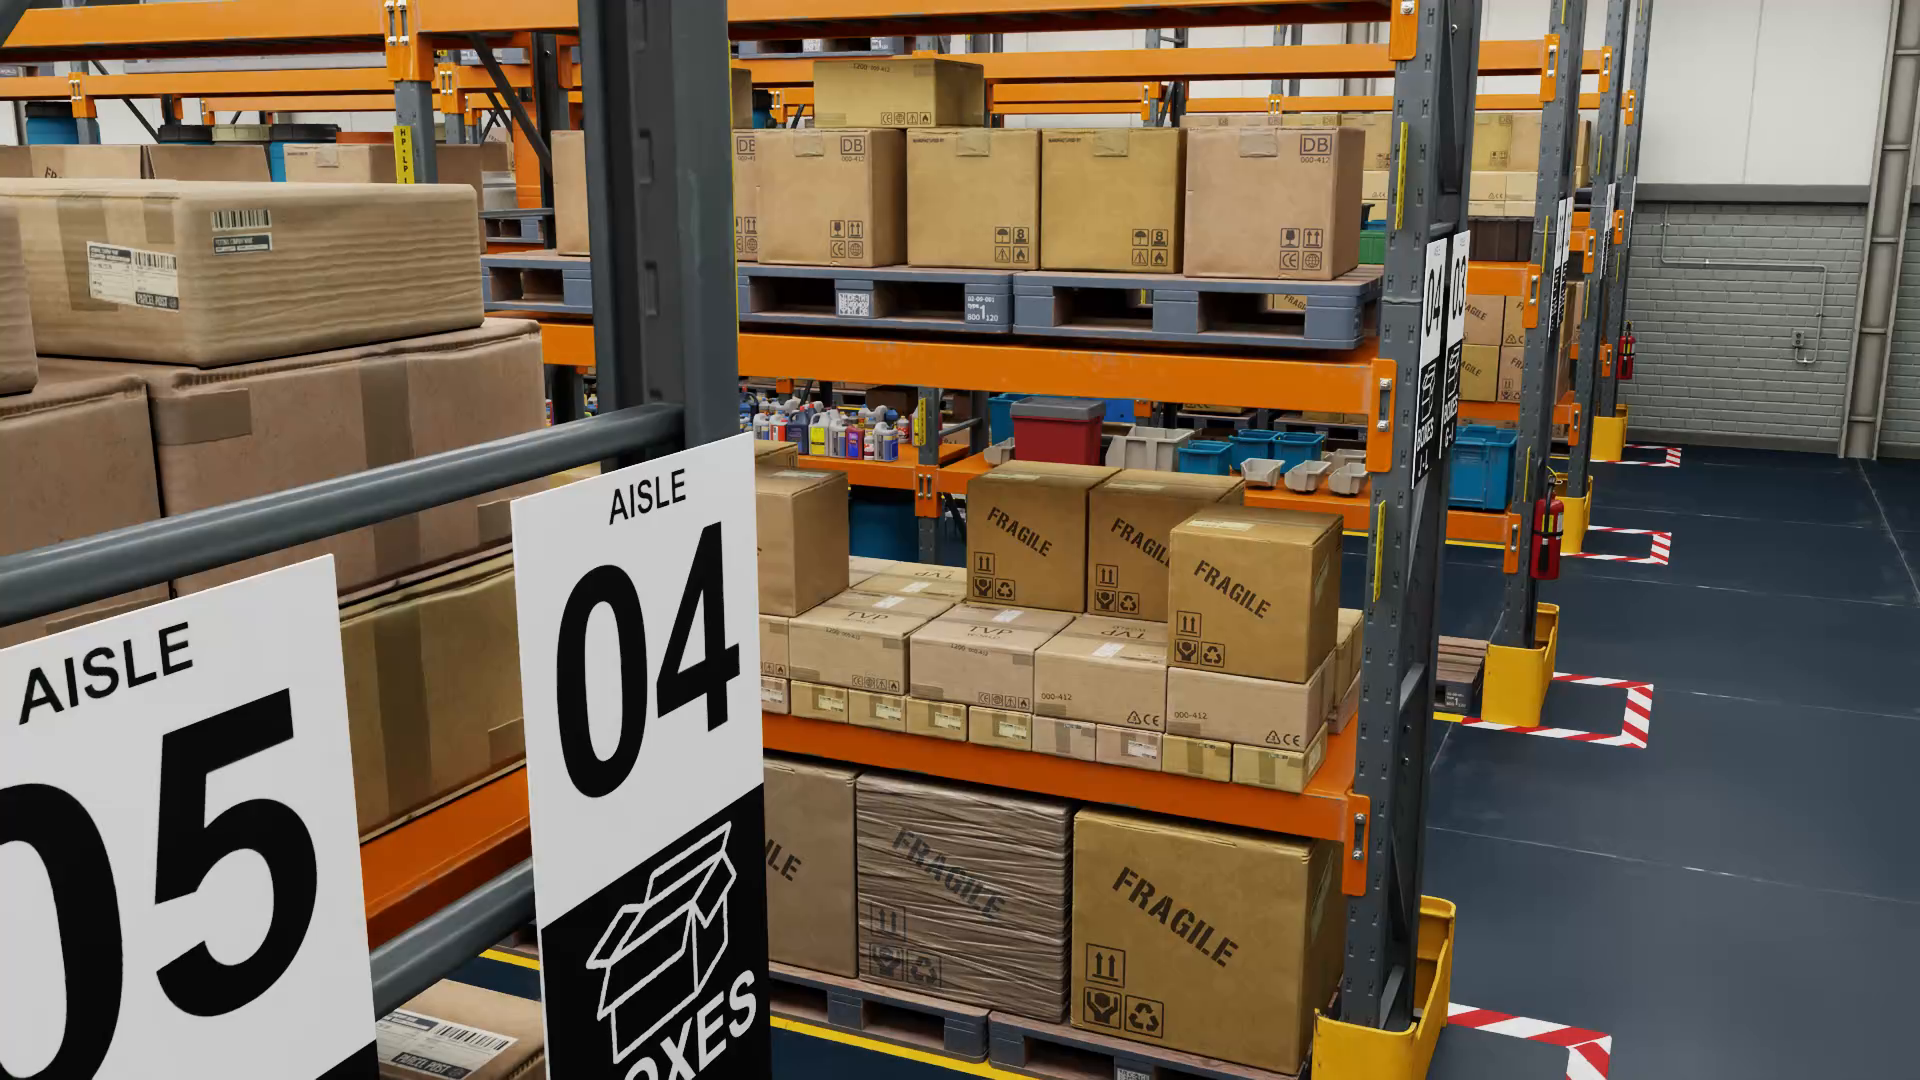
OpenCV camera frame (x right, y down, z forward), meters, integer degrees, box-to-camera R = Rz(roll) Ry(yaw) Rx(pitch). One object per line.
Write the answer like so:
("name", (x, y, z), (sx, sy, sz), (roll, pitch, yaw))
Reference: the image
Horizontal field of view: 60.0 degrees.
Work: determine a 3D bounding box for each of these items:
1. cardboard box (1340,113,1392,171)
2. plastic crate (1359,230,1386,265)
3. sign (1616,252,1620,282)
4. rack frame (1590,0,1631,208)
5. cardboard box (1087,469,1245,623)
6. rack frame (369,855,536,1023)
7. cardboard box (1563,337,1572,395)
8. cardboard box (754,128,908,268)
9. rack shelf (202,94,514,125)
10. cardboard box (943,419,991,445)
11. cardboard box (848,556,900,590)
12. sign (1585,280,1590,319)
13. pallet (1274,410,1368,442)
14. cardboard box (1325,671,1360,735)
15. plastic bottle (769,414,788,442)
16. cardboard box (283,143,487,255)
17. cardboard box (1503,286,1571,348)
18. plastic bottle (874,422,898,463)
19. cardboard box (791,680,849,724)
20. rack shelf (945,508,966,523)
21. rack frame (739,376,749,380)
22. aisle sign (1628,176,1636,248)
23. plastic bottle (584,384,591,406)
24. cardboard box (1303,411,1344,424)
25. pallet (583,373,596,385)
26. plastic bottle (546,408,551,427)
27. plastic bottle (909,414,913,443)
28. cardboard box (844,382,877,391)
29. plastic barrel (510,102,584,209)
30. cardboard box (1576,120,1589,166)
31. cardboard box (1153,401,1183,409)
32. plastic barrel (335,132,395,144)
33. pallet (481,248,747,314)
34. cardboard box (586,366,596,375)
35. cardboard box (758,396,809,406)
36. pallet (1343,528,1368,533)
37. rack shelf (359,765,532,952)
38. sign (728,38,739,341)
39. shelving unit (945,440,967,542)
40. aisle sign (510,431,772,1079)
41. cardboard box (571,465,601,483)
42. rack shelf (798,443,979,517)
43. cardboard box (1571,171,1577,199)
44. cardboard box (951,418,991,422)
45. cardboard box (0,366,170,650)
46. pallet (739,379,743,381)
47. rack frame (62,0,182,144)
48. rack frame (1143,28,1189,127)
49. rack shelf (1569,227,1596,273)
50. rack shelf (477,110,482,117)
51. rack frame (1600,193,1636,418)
("cardboard box", (3.810, -3.658, 15.299), (0.500, 0.500, 0.700), (6, 14, 23))
("plastic crate", (2.602, -1.819, 10.333), (0.336, 0.188, 0.450), (6, 14, 23))
("sign", (7.400, -3.066, 18.698), (0.005, 0.325, 0.100), (6, 14, 23))
("rack frame", (5.629, -4.385, 14.239), (0.127, 3.000, 1.000), (6, 14, 23))
("cardboard box", (0.827, 0.020, 6.632), (0.500, 0.500, 0.500), (5, 14, 22))
("rack frame", (-0.488, 1.631, 1.733), (0.127, 3.000, 1.000), (6, 14, 23))
("cardboard box", (-0.454, -2.215, 17.580), (12.982, 0.649, 0.897), (6, 14, 23))
("cardboard box", (-0.394, -1.339, 6.468), (0.500, 0.500, 0.700), (6, 15, 26))
("rack shelf", (-7.171, -5.135, 19.887), (4.000, 0.370, 1.077), (6, 14, 23))
("cardboard box", (0.032, -0.958, 17.275), (0.500, 0.500, 0.500), (5, 14, 21))
("cardboard box", (-0.593, 0.243, 7.325), (0.500, 0.250, 0.500), (6, 15, 24))
("sign", (5.386, -2.068, 14.270), (0.005, 0.325, 0.100), (6, 14, 23))
("pallet", (4.639, -1.425, 20.861), (1.213, 0.211, 1.003), (6, 14, 23))
("cardboard box", (1.422, 0.625, 6.570), (0.250, 0.149, 0.380), (6, 14, 24))
("plastic bottle", (-1.324, -0.789, 12.319), (0.135, 0.276, 0.152), (6, 14, 23))
("cardboard box", (-2.578, -1.531, 7.503), (0.500, 0.500, 0.700), (6, 15, 25))
("cardboard box", (5.111, -1.984, 14.729), (0.500, 0.500, 0.500), (6, 14, 23))
("plastic bottle", (-0.529, -0.709, 11.976), (0.135, 0.276, 0.152), (6, 14, 23))
("cardboard box", (-0.482, 0.597, 6.688), (0.250, 0.149, 0.380), (5, 14, 22))
("rack shelf", (0.007, -0.230, 15.193), (0.200, 0.077, 0.258), (6, 14, 23))
("rack frame", (-3.339, -3.610, 24.067), (0.127, 3.000, 1.000), (6, 14, 23))
("aisle sign", (7.576, -3.696, 18.743), (0.004, 0.787, 0.394), (6, 14, 23))
("plastic bottle", (-3.152, -1.165, 13.905), (0.133, 0.283, 0.061), (6, 14, 23))
("cardboard box", (4.617, -1.766, 20.764), (0.500, 0.500, 0.700), (6, 14, 24))
("pallet", (-5.087, -2.419, 25.099), (1.213, 0.211, 1.003), (6, 14, 23))
("plastic bottle", (-3.246, -0.941, 13.127), (0.097, 0.201, 0.097), (0, 13, 0))
("plastic bottle", (-0.322, -0.879, 12.684), (0.133, 0.283, 0.061), (6, 14, 23))
("cardboard box", (-1.251, -2.405, 23.440), (0.500, 0.500, 0.700), (6, 14, 23))
("plastic barrel", (-3.177, -2.991, 13.005), (0.708, 0.830, 0.600), (6, 14, 23))
("cardboard box", (6.852, -4.516, 18.910), (0.500, 0.500, 0.500), (6, 14, 23))
("cardboard box", (2.514, -2.142, 21.598), (0.750, 0.750, 0.750), (6, 15, 25))
("plastic barrel", (-4.956, -3.022, 14.054), (0.708, 0.830, 0.600), (6, 14, 23))
("pallet", (-1.300, -1.105, 7.021), (1.213, 0.211, 1.003), (6, 14, 23))
("cardboard box", (-5.229, -2.763, 24.968), (0.500, 0.500, 0.700), (5, 14, 20))
("cardboard box", (-2.045, -1.453, 18.749), (0.500, 0.311, 0.500), (6, 15, 25))
("pallet", (3.719, -0.300, 16.069), (1.213, 0.211, 1.003), (6, 14, 23))
("rack shelf", (-2.317, 0.336, 2.261), (4.000, 0.370, 1.077), (6, 14, 23))
("sign", (-0.268, -0.368, 1.773), (0.005, 0.325, 0.100), (6, 14, 23))
("shelving unit", (0.007, -0.437, 15.144), (0.210, 0.900, 0.258), (6, 14, 23))
("aisle sign", (-0.300, 0.310, 1.674), (0.004, 0.787, 0.394), (6, 14, 23))
("cardboard box", (-1.262, -0.058, 6.965), (0.500, 0.500, 0.500), (6, 14, 23))
("rack shelf", (-1.866, -0.635, 12.965), (4.000, 0.370, 1.077), (6, 14, 23))
("cardboard box", (5.265, -3.197, 14.976), (0.500, 0.250, 0.500), (6, 14, 23))
("cardboard box", (0.220, -1.069, 17.749), (0.500, 0.500, 0.500), (5, 14, 21))
("cardboard box", (-1.012, 0.011, 1.305), (0.500, 0.250, 0.500), (5, 14, 21))
("pallet", (-3.968, -2.307, 24.619), (1.213, 0.211, 1.003), (6, 14, 23))
("rack frame", (-7.352, -4.461, 14.563), (0.127, 3.000, 1.000), (6, 14, 23))
("rack frame", (1.972, -4.755, 15.816), (0.127, 3.000, 1.000), (6, 14, 23))
("rack shelf", (3.801, -2.759, 15.452), (4.000, 0.370, 1.077), (6, 14, 23))
("rack shelf", (-5.168, -6.364, 24.253), (4.000, 0.370, 1.077), (6, 14, 23))
("rack frame", (7.632, -2.499, 19.335), (0.127, 3.000, 1.000), (6, 14, 23))
